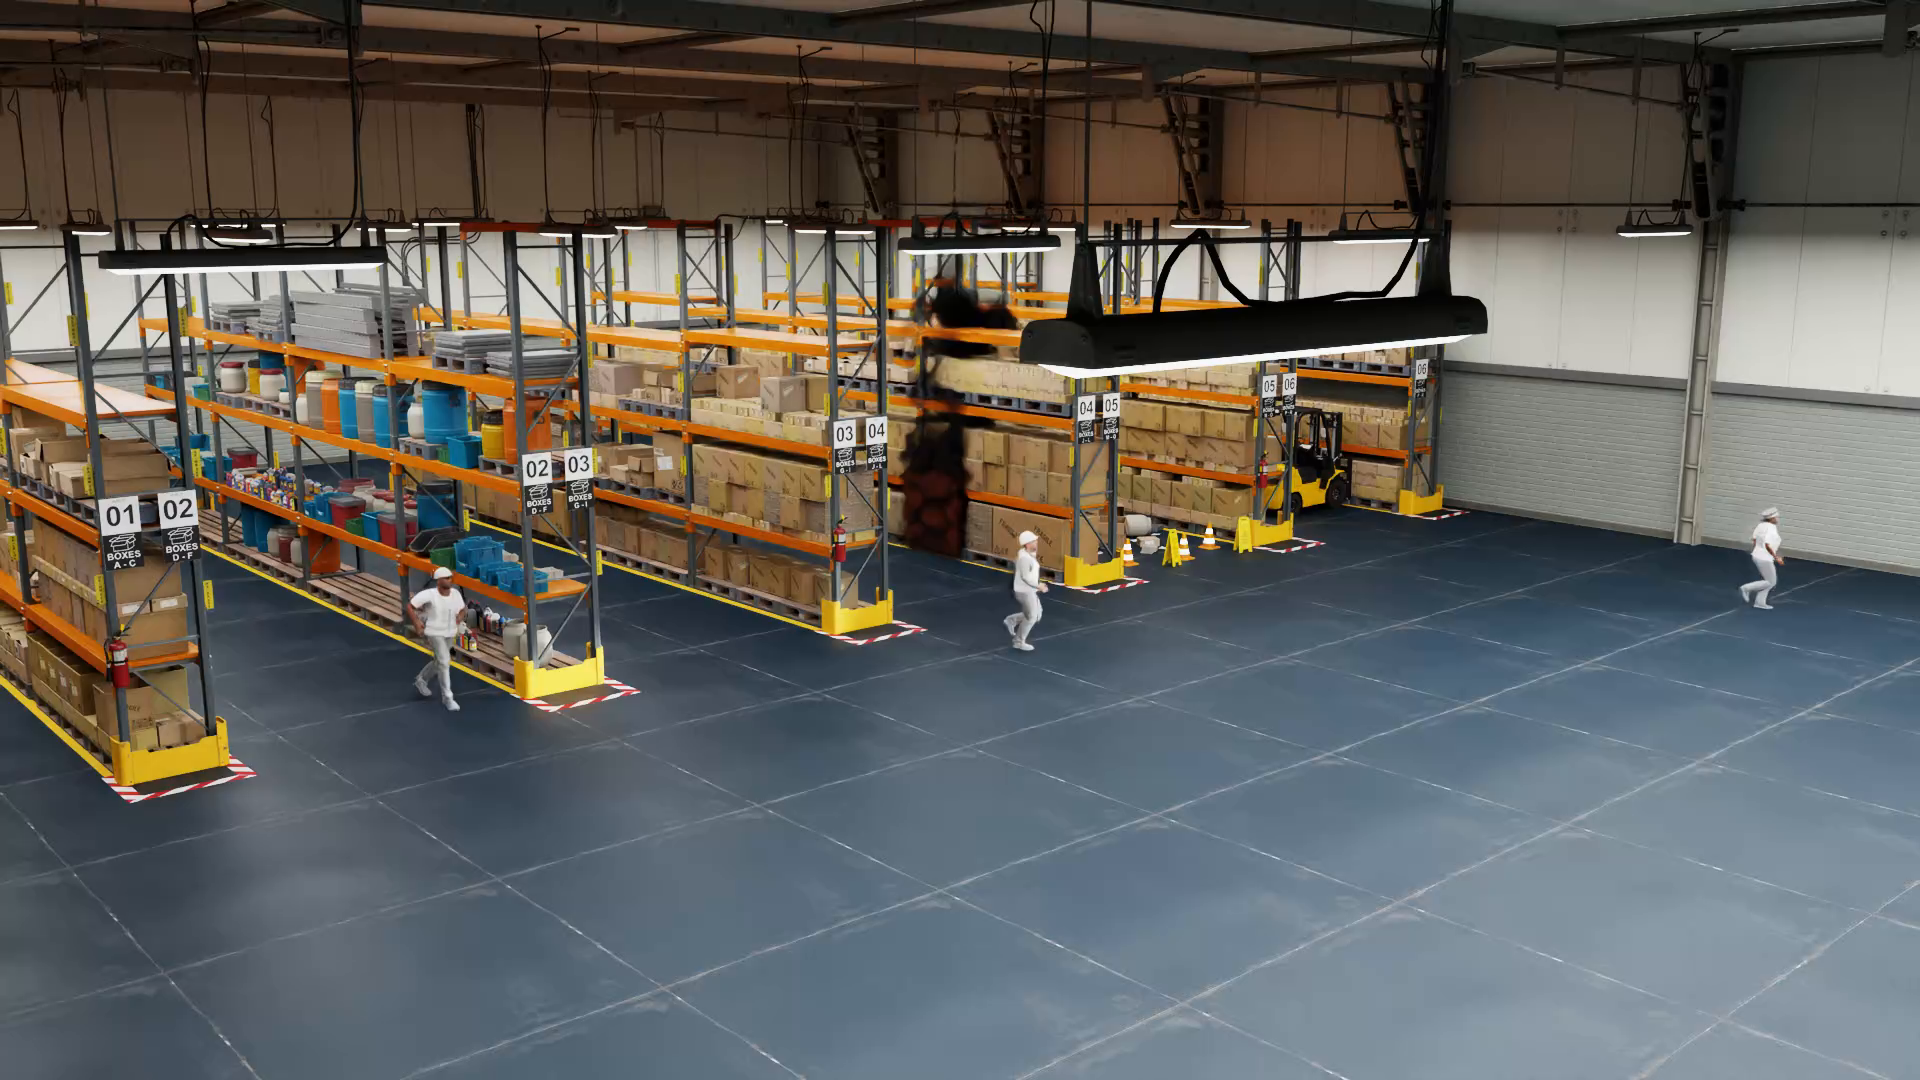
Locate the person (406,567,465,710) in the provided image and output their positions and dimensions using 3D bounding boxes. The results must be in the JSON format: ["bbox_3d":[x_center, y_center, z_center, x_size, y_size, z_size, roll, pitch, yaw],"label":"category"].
[{"bbox_3d":[-6.672,1.233,21.402,0.919,1.794,0.725,7,13,31],"label":"person"}]

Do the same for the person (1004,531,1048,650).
[{"bbox_3d":[0.949,0.717,23.984,0.646,1.735,0.679,1,11,4],"label":"person"}]

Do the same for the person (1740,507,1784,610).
[{"bbox_3d":[12.649,0.292,26.309,0.592,1.649,0.558,0,11,2],"label":"person"}]
